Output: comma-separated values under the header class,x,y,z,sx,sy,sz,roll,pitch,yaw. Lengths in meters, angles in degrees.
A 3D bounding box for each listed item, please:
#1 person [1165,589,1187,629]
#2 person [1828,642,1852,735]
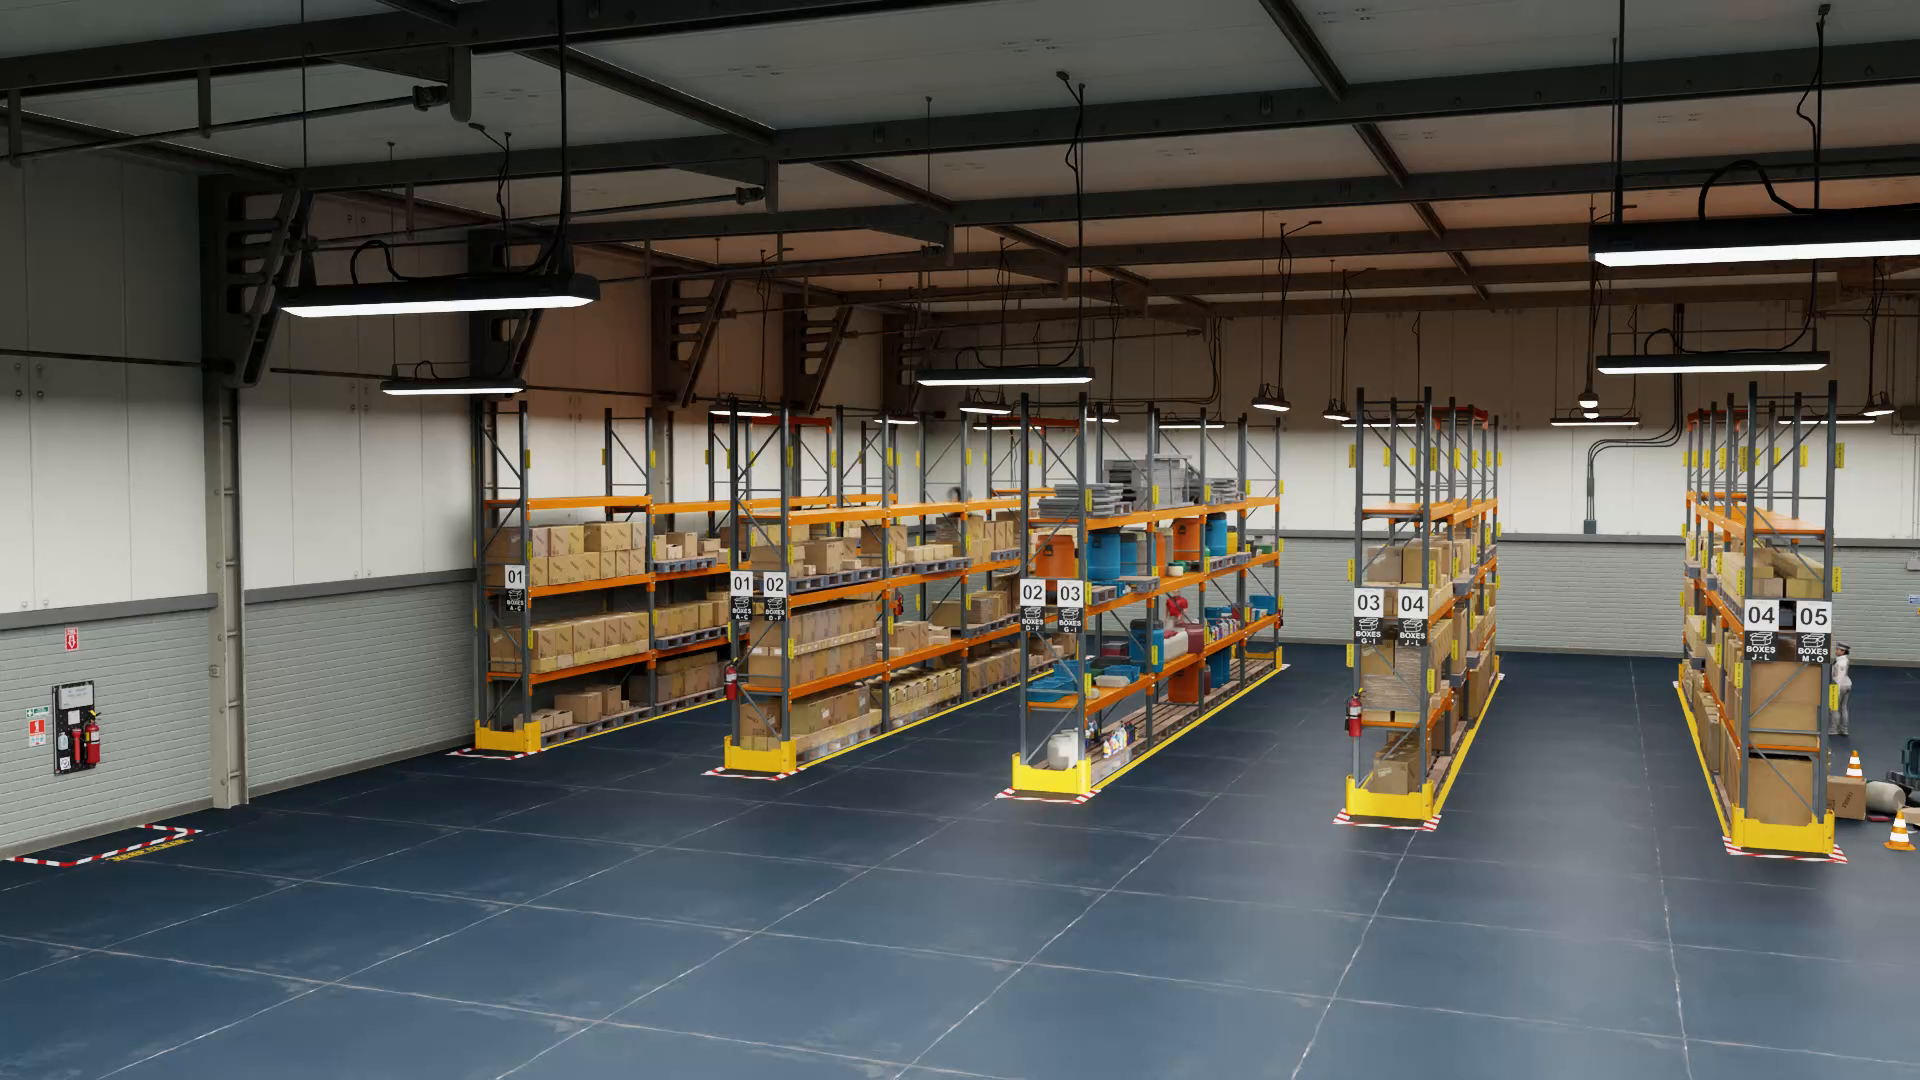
class,x,y,z,sx,sy,sz,roll,pitch,yaw
person,5.549,2.109,42.804,0.608,1.761,0.880,1,3,18
person,15.991,2.697,30.267,0.532,1.686,0.393,-2,3,-36
